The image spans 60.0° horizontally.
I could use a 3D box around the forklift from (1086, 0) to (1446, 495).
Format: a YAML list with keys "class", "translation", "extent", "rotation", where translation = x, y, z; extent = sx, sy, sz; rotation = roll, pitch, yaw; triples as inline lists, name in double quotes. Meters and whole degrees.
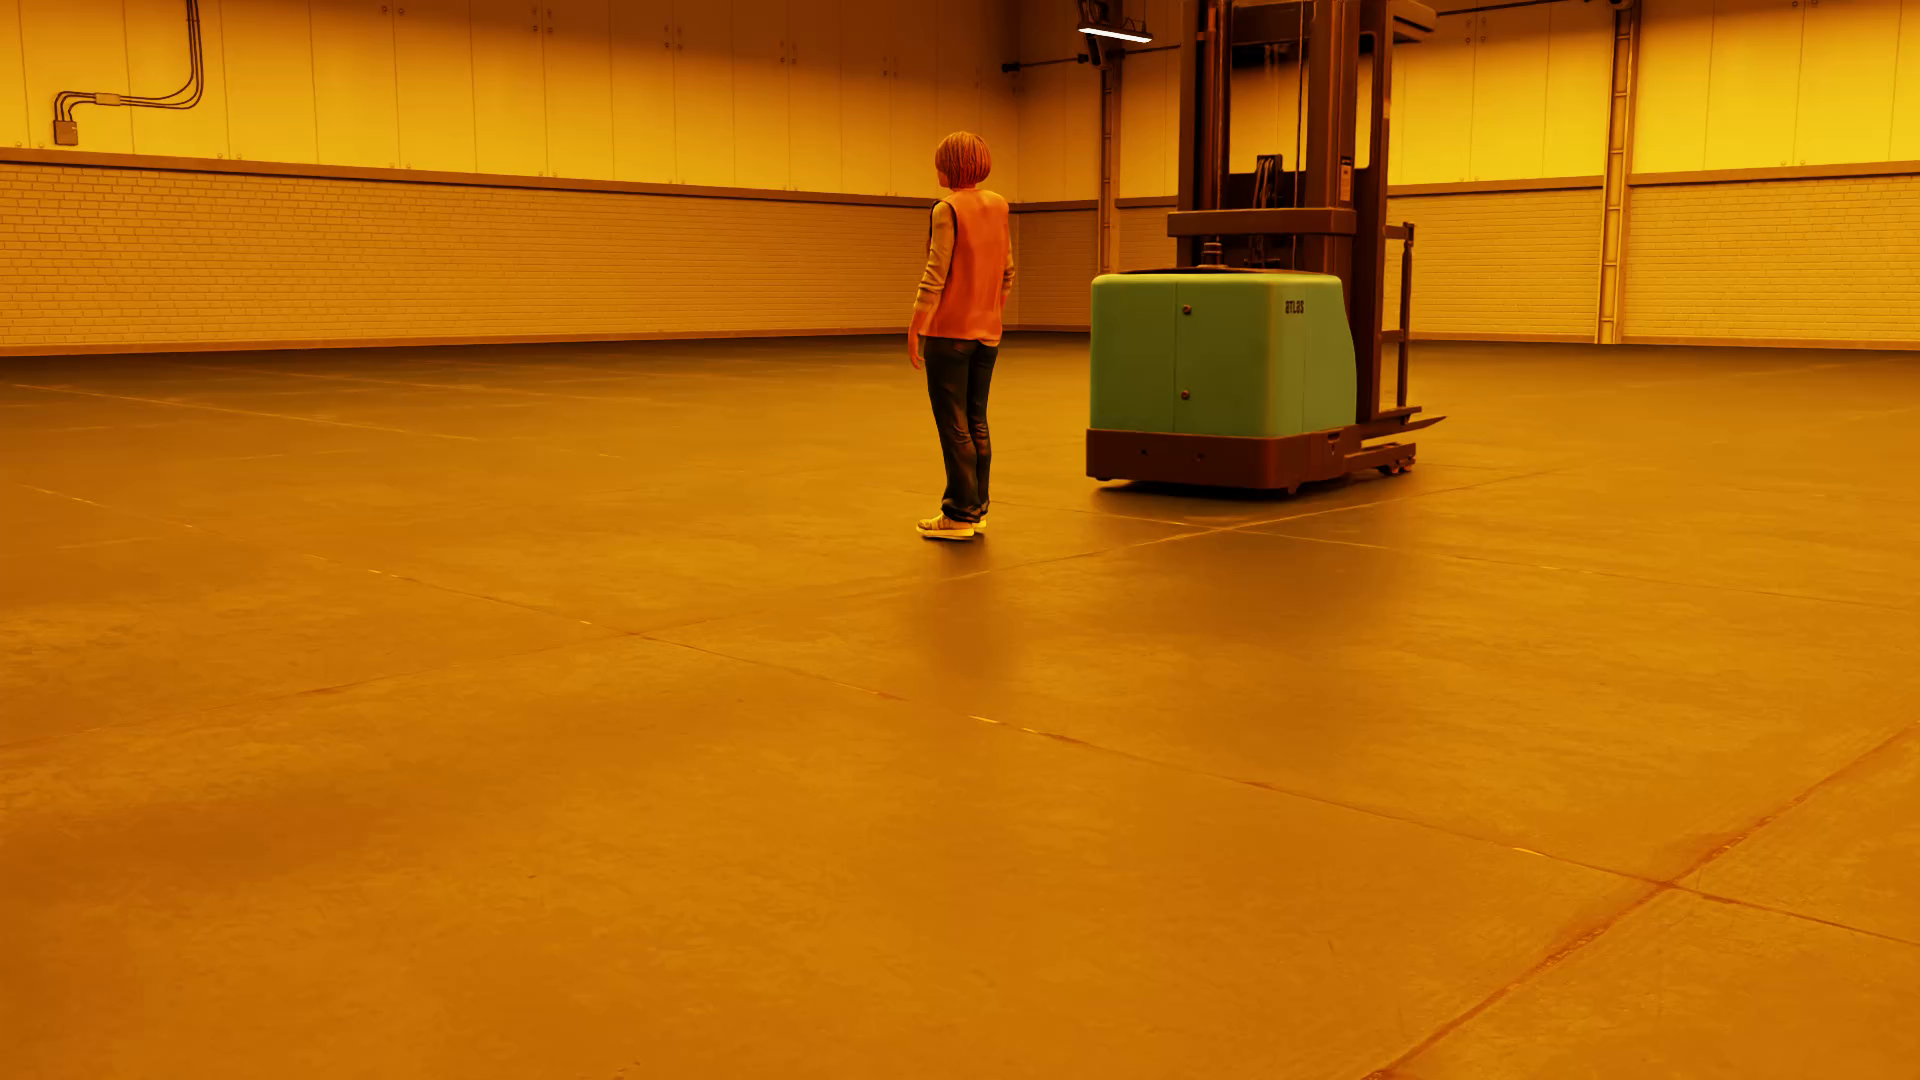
- class: "forklift"
  translation: [1.884, -1.840, 9.091]
  extent: [1.130, 2.935, 3.031]
  rotation: [6, 10, 34]

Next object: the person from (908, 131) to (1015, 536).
- class: "person"
  translation: [-0.044, -0.807, 6.659]
  extent: [0.473, 1.599, 0.520]
  rotation: [8, 12, 43]
